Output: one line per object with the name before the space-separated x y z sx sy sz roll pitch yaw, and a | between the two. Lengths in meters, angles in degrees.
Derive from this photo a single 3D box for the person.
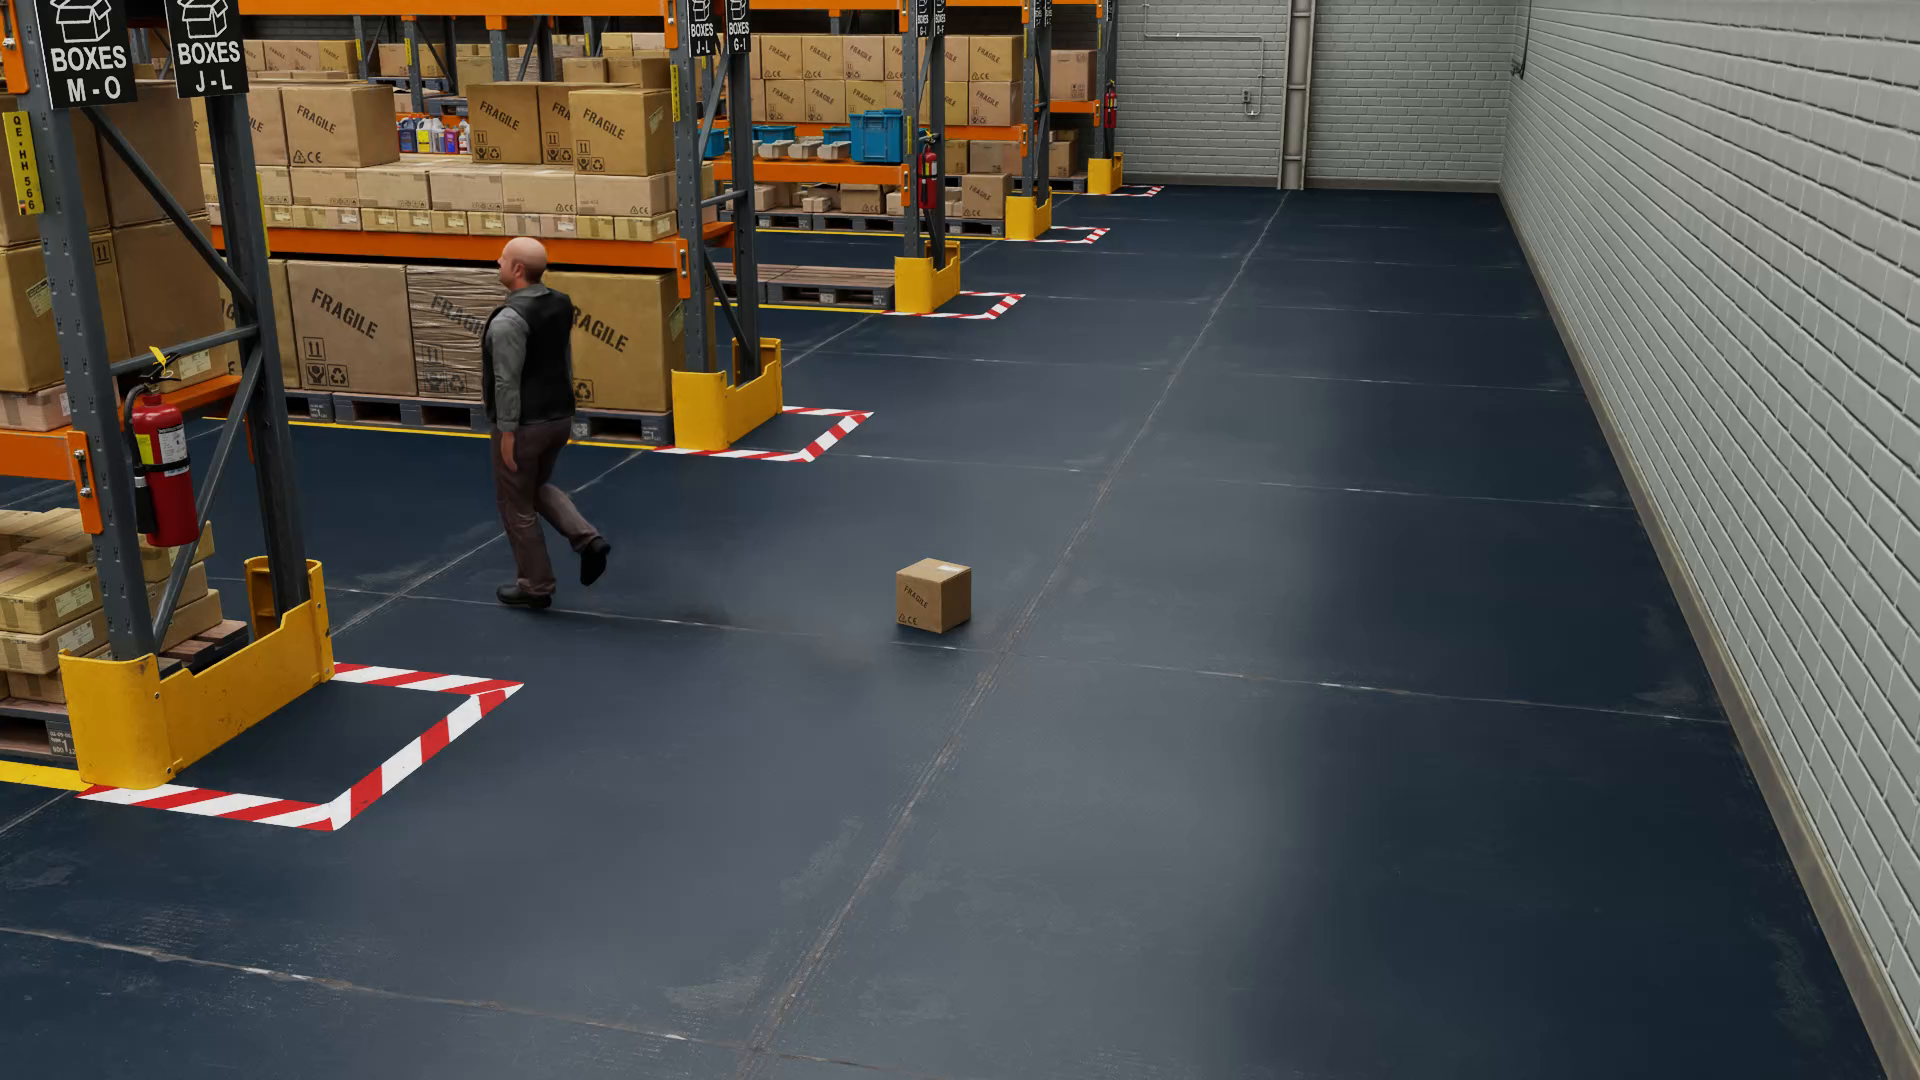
person | -1.937 -0.525 7.616 0.519 1.712 0.537 7 20 22
